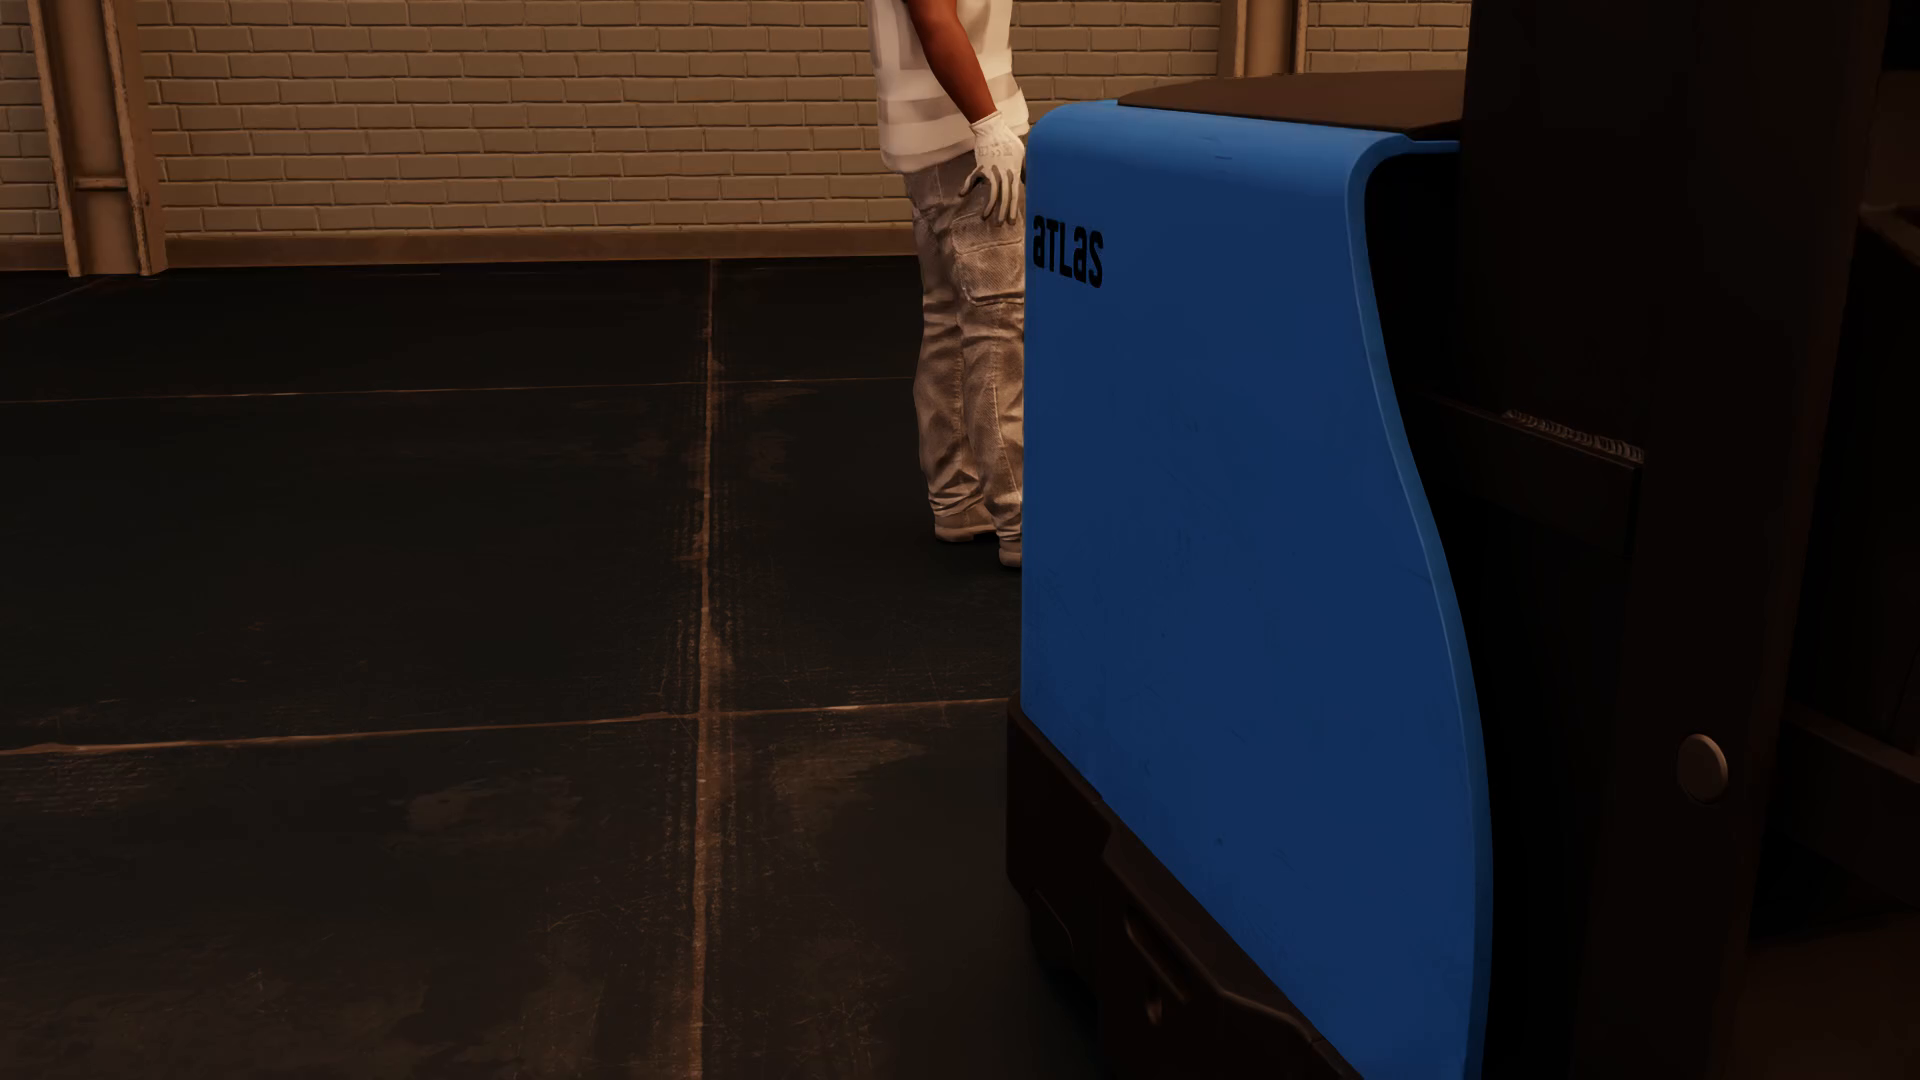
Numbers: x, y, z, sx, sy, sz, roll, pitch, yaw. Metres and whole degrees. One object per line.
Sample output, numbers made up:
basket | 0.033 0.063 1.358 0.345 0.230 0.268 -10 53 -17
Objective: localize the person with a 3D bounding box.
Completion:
person | 0.073 -0.861 3.708 0.575 1.785 0.657 -2 17 -8

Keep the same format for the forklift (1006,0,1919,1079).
forklift | 1.004 -0.540 0.679 1.130 2.935 3.031 -5 18 -17
